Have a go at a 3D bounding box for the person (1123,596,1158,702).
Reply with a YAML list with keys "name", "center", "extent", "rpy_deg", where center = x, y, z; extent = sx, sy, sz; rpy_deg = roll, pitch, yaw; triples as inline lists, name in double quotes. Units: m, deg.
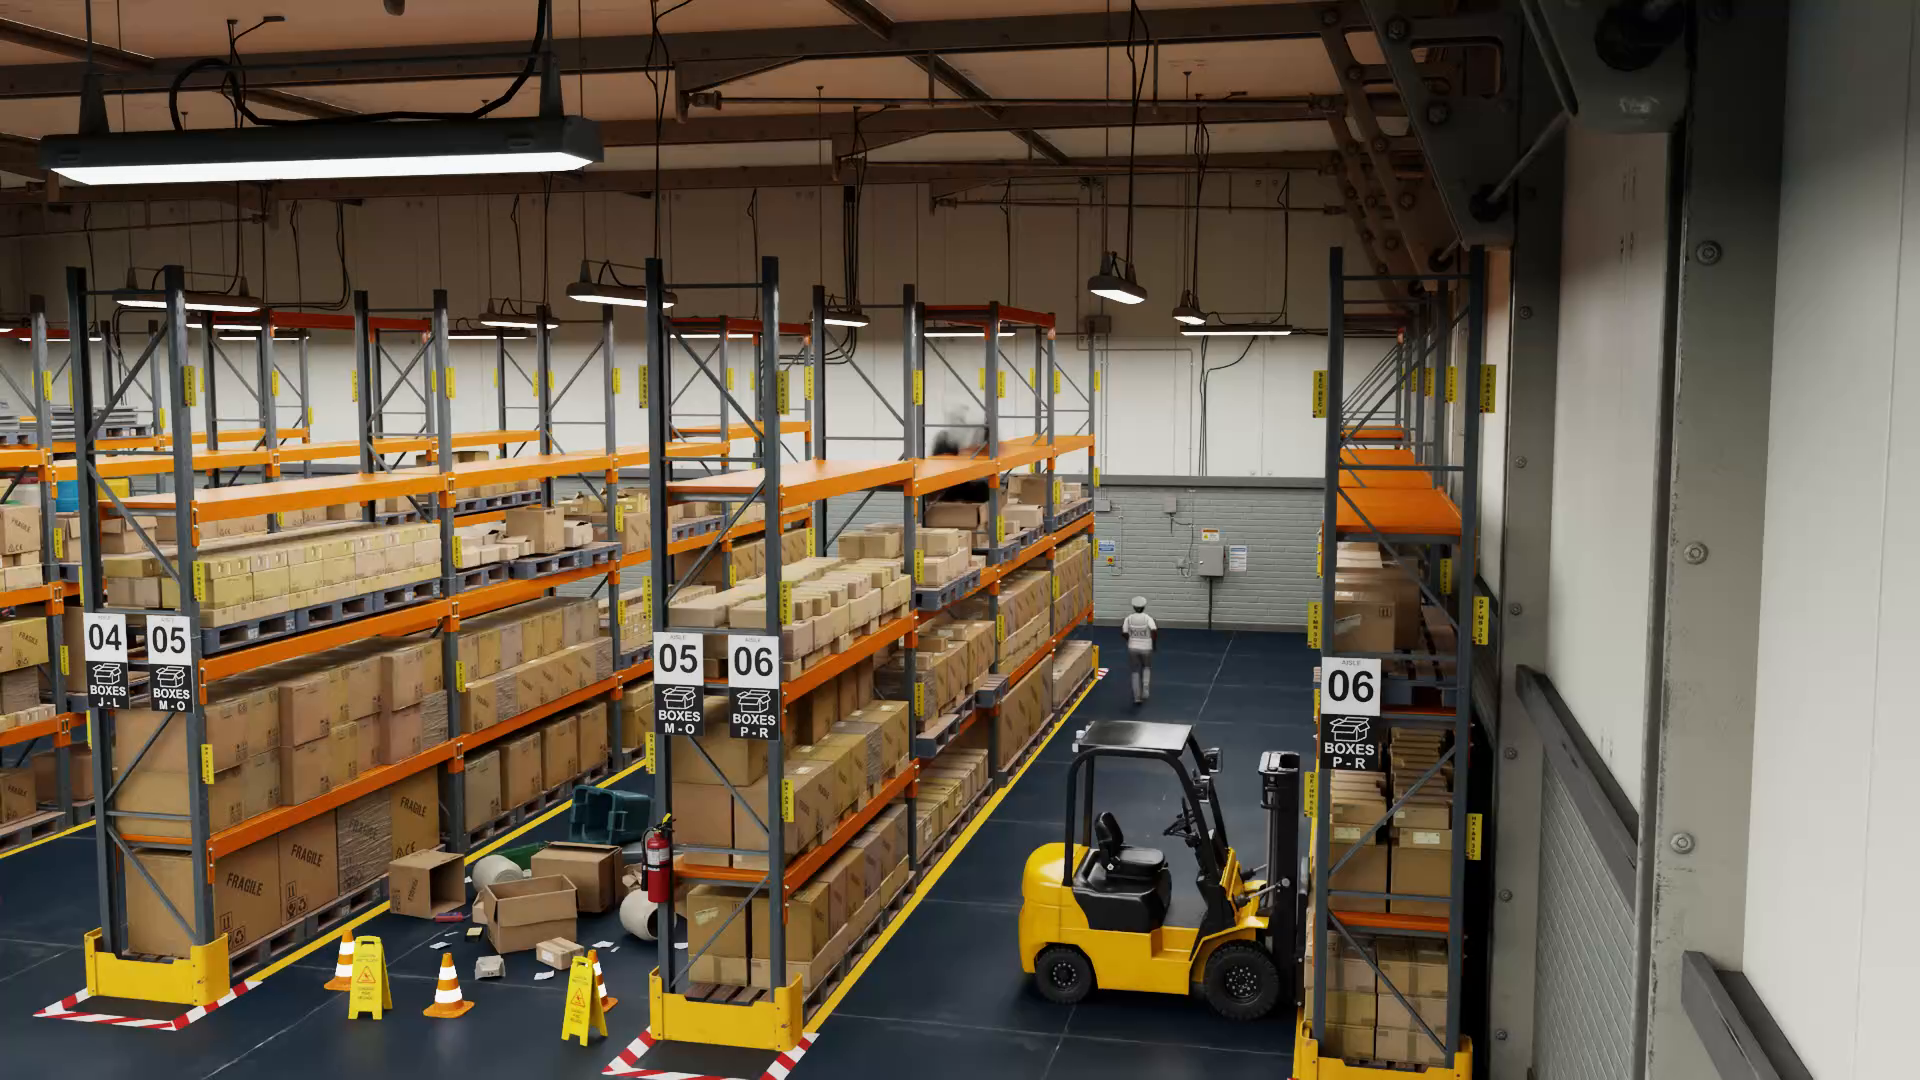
- name: "person"
  center: [2.833, 1.701, 26.087]
  extent: [0.561, 1.661, 0.570]
  rpy_deg: [1, 6, 8]
